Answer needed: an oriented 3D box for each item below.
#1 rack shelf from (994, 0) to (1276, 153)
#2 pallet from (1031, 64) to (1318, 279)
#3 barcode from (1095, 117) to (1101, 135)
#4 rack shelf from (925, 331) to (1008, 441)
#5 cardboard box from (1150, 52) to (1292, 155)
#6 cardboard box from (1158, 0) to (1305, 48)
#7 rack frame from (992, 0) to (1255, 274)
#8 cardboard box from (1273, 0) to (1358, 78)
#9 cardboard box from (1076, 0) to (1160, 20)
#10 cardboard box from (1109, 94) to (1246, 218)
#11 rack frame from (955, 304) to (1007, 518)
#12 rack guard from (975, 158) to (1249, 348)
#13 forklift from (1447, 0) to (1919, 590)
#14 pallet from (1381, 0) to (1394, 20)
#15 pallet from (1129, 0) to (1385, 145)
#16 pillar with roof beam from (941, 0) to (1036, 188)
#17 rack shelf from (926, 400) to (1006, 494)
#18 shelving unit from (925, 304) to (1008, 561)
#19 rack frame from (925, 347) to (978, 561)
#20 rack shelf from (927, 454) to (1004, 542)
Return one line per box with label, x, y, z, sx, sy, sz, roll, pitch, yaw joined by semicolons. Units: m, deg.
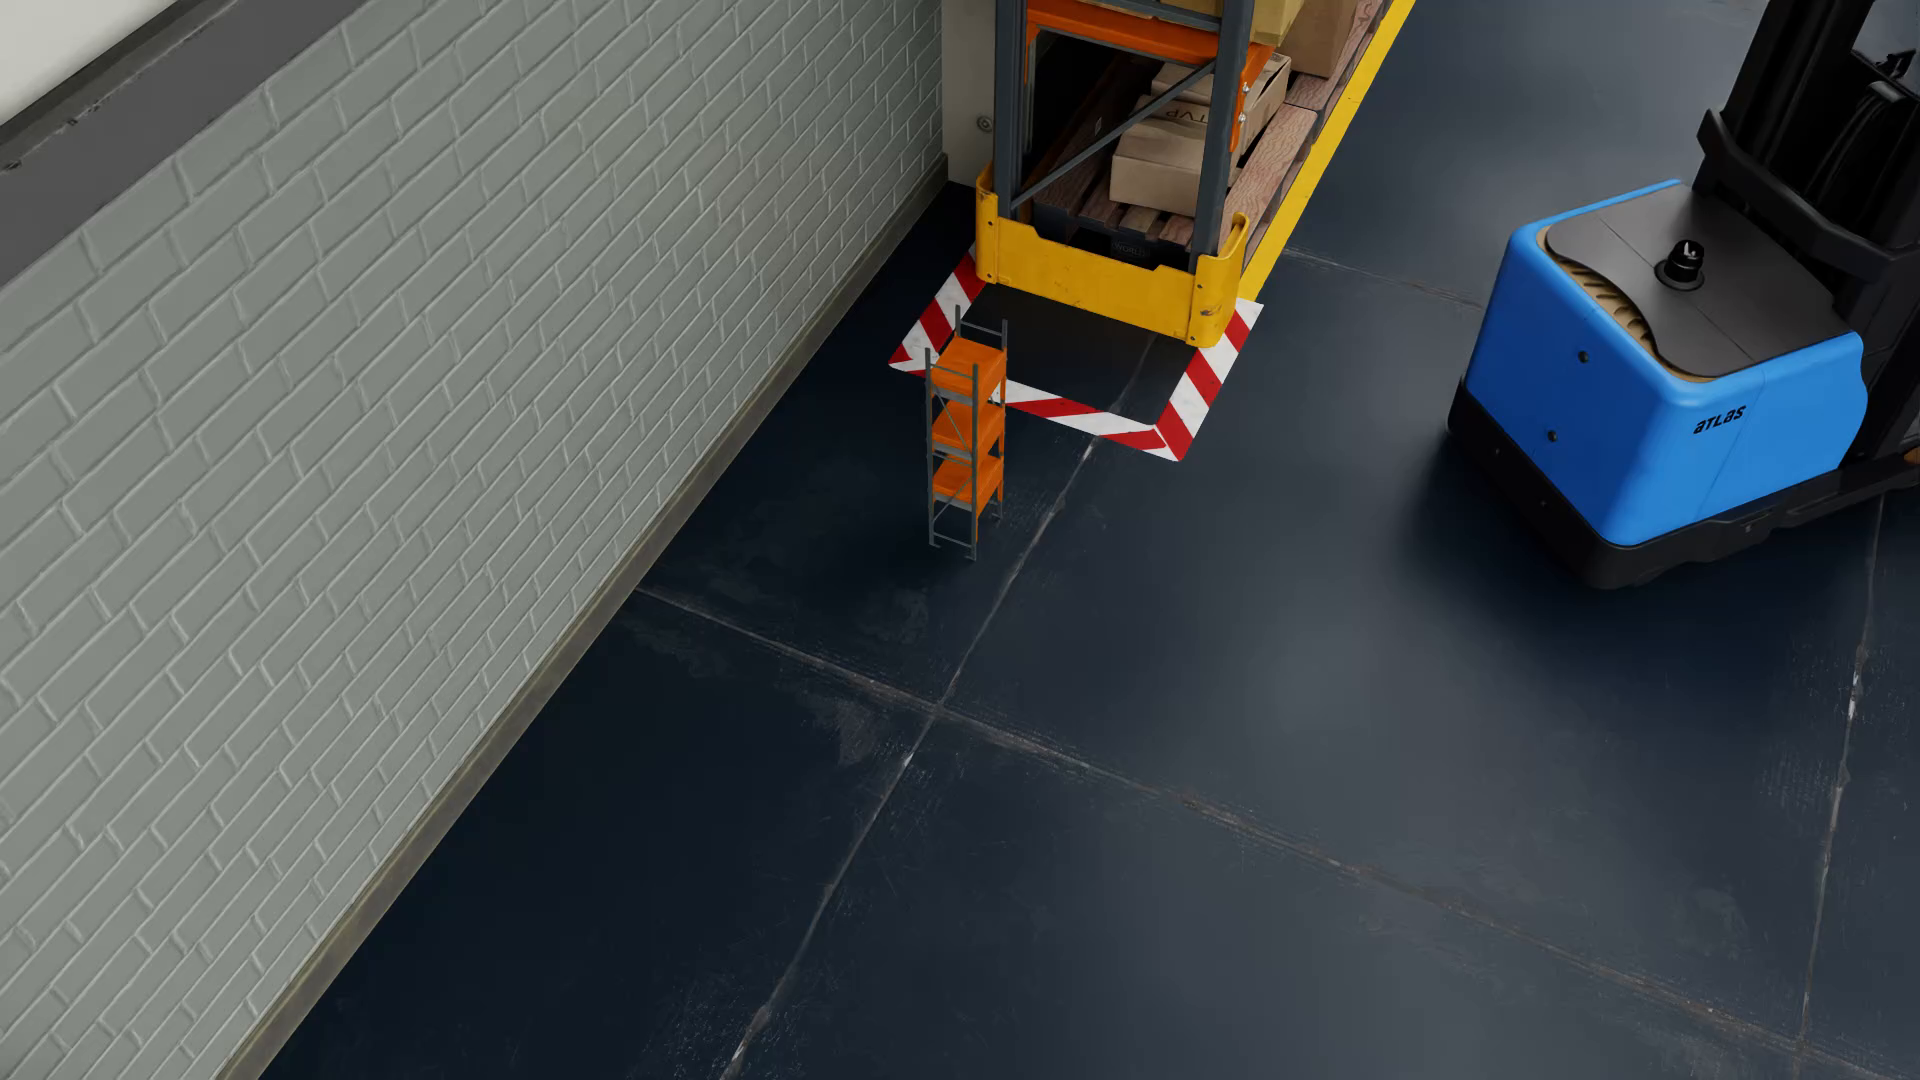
rack shelf;1.471;-3.195;7.787;1.077;0.370;4.000;20;52;16
pallet;1.028;-1.748;7.914;1.003;0.211;1.213;20;52;16
barcode;0.640;-1.915;7.696;0.001;0.075;0.075;20;52;16
rack shelf;0.023;-0.554;5.989;0.215;0.259;0.240;20;52;16
cardboard box;1.237;-2.162;7.912;0.500;0.311;0.500;24;54;19
cardboard box;1.112;-2.242;6.588;0.500;0.250;0.500;18;52;15
rack frame;0.617;-2.051;6.341;1.000;3.000;0.127;20;52;16
cardboard box;1.596;-2.712;8.256;0.700;0.500;0.500;17;52;14
cardboard box;0.641;-2.394;6.718;0.500;0.250;0.500;20;53;17
cardboard box;0.994;-1.770;7.578;0.500;0.311;0.500;14;51;12
rack frame;0.075;-0.461;6.268;0.200;1.050;0.008;20;52;16
rack guard;0.649;-1.293;7.337;1.175;0.500;0.348;20;52;16
forklift;3.578;-1.519;5.933;3.031;2.935;1.130;-19;52;-15
pallet;2.070;-3.428;9.343;1.003;0.211;1.213;20;52;16
pallet;1.551;-2.585;8.626;1.003;0.211;1.213;20;52;16
pillar with roof beam;4.026;-3.358;3.514;9.100;9.000;0.400;20;52;16
rack shelf;0.023;-0.370;6.205;0.215;0.259;0.240;20;52;16
shelving unit;0.023;-0.377;6.197;0.215;1.050;0.252;20;52;16
rack frame;-0.029;-0.293;6.125;0.200;1.050;0.008;20;52;16
rack shelf;0.023;-0.190;6.416;0.215;0.259;0.240;20;52;16
